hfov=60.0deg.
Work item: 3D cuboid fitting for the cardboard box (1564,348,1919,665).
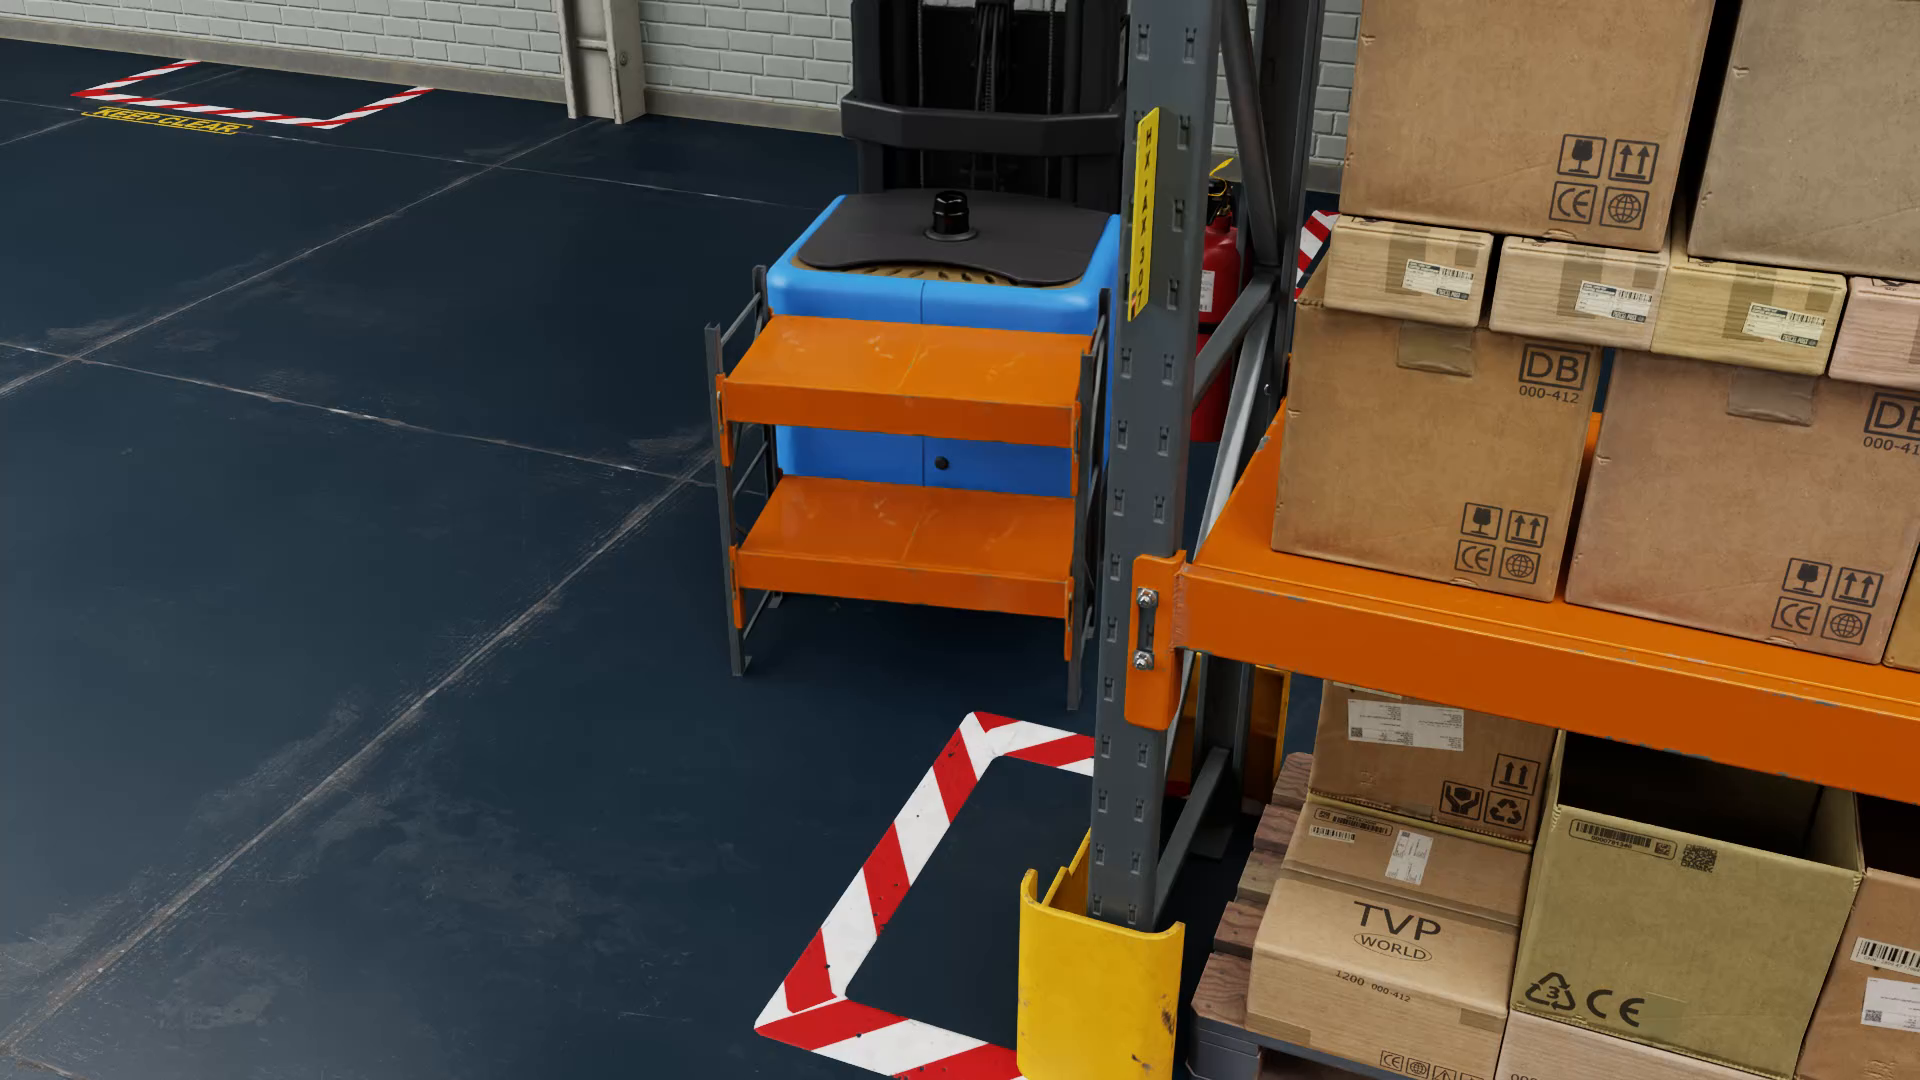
[{"bbox_3d":[1.423,-0.214,2.979,0.500,0.500,0.700,12,32,20],"label":"cardboard box"}]

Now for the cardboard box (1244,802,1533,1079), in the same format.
[{"bbox_3d":[0.920,0.857,3.553,0.500,0.250,0.500,11,31,19],"label":"cardboard box"}]

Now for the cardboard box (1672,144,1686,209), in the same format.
[{"bbox_3d":[1.413,-0.605,3.011,0.250,0.149,0.380,11,31,18],"label":"cardboard box"}]

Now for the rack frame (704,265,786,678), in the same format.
[{"bbox_3d":[-0.629,-0.197,4.956,0.032,1.125,0.500,5,30,9],"label":"rack frame"}]

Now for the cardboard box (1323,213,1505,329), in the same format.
[{"bbox_3d":[0.790,-0.513,2.848,0.250,0.149,0.380,11,31,19],"label":"cardboard box"}]

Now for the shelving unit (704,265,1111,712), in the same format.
[{"bbox_3d":[-0.128,-0.153,4.877,1.048,1.125,0.538,5,30,9],"label":"shelving unit"}]

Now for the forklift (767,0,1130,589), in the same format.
[{"bbox_3d":[0.218,-1.808,5.969,1.130,2.935,3.031,6,30,11],"label":"forklift"}]

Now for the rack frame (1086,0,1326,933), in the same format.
[{"bbox_3d":[0.507,-0.358,3.334,0.127,3.000,1.000,11,31,19],"label":"rack frame"}]

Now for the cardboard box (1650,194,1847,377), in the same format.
[{"bbox_3d":[1.266,-0.418,2.681,0.250,0.149,0.380,11,31,19],"label":"cardboard box"}]

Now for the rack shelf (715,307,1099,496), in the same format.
[{"bbox_3d":[-0.128,-0.408,4.733,1.000,0.278,0.538,5,30,9],"label":"rack shelf"}]

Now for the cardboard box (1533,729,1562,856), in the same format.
[{"bbox_3d":[1.583,0.708,3.817,0.500,0.250,0.500,11,31,19],"label":"cardboard box"}]

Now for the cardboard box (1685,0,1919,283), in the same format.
[{"bbox_3d":[1.473,-0.769,2.642,0.500,0.500,0.700,10,31,18],"label":"cardboard box"}]

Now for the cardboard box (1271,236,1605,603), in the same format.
[{"bbox_3d":[0.935,-0.309,3.147,0.500,0.500,0.700,11,31,19],"label":"cardboard box"}]

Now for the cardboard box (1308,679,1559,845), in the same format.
[{"bbox_3d":[1.116,0.294,3.788,0.500,0.500,0.500,11,31,19],"label":"cardboard box"}]

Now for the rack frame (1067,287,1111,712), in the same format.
[{"bbox_3d":[0.372,-0.109,4.799,0.032,1.125,0.500,5,30,9],"label":"rack frame"}]

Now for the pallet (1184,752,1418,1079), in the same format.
[{"bbox_3d":[1.231,0.979,3.804,1.213,0.211,1.003,11,31,19],"label":"pallet"}]

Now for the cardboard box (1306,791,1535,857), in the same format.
[{"bbox_3d":[1.115,0.621,3.971,0.500,0.250,0.500,11,31,19],"label":"cardboard box"}]

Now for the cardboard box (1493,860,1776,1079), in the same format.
[{"bbox_3d":[1.385,0.948,3.392,0.500,0.250,0.500,11,31,19],"label":"cardboard box"}]

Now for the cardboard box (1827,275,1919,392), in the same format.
[{"bbox_3d":[1.499,-0.371,2.597,0.250,0.149,0.380,11,31,18],"label":"cardboard box"}]

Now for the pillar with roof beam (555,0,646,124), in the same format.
[{"bbox_3d":[-3.838,-4.641,4.815,0.400,9.000,9.100,11,31,19],"label":"pillar with roof beam"}]

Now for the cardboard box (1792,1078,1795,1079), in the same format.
[{"bbox_3d":[1.848,1.041,3.228,0.500,0.250,0.500,11,31,19],"label":"cardboard box"}]

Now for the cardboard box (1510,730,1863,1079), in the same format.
[{"bbox_3d":[1.384,0.622,3.206,0.500,0.500,0.500,11,31,19],"label":"cardboard box"}]

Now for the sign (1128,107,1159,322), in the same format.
[{"bbox_3d":[0.293,-0.517,2.656,0.005,0.325,0.100,11,31,19],"label":"sign"}]

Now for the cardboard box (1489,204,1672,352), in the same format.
[{"bbox_3d":[1.035,-0.465,2.764,0.250,0.149,0.380,10,31,18],"label":"cardboard box"}]

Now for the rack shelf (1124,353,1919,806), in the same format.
[{"bbox_3d":[2.360,0.325,2.857,4.000,0.370,1.077,11,31,19],"label":"rack shelf"}]

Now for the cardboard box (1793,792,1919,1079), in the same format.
[{"bbox_3d":[1.853,0.709,3.053,0.500,0.500,0.500,11,31,19],"label":"cardboard box"}]

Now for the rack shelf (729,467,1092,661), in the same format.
[{"bbox_3d":[-0.128,0.060,4.998,1.000,0.278,0.538,5,30,9],"label":"rack shelf"}]

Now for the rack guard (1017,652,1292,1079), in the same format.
[{"bbox_3d":[0.485,0.726,3.957,0.348,0.500,1.175,11,31,19],"label":"rack guard"}]

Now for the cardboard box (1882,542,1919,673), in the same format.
[{"bbox_3d":[1.881,-0.120,2.812,0.500,0.500,0.700,12,31,19],"label":"cardboard box"}]

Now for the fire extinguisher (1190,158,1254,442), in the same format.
[{"bbox_3d":[0.572,-0.558,3.767,0.183,0.674,0.296,11,31,19],"label":"fire extinguisher"}]

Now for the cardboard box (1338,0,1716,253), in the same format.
[{"bbox_3d":[0.984,-0.864,2.810,0.500,0.500,0.700,11,31,19],"label":"cardboard box"}]
